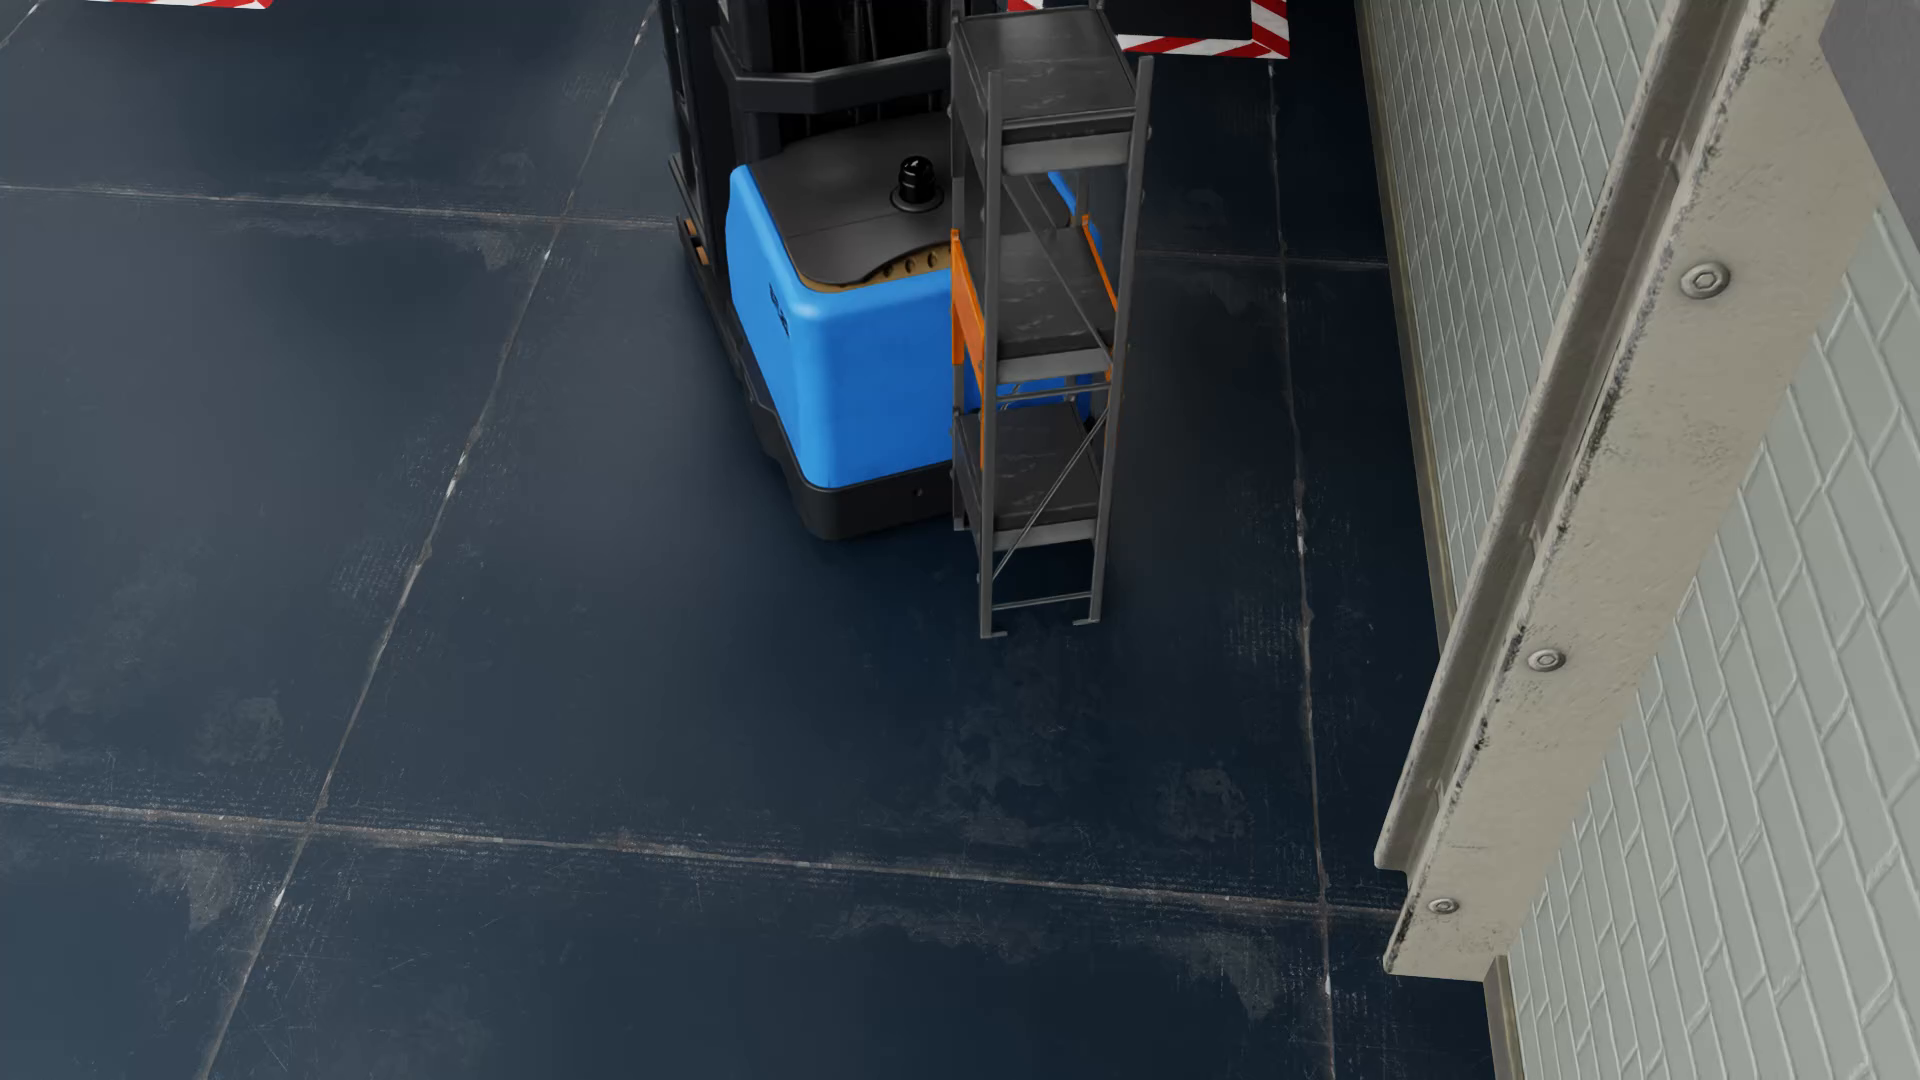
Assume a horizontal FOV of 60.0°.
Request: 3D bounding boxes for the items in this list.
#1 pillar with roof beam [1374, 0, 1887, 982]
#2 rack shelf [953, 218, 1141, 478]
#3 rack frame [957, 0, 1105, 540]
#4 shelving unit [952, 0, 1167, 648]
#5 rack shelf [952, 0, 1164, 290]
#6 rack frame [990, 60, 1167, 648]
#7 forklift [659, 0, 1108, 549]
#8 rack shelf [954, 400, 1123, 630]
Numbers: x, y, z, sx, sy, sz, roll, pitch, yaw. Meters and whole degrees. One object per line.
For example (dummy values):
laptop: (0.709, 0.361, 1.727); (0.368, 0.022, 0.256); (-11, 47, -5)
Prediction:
pillar with roof beam: (-2.930, -2.252, 1.712); (9.100, 9.000, 0.400); (4, 48, 4)
rack shelf: (0.241, -0.560, 4.858); (0.431, 0.518, 0.480); (-9, 48, -8)
rack frame: (0.188, -0.745, 5.008); (0.400, 2.100, 0.015); (-9, 48, -8)
shelving unit: (0.241, -0.569, 4.848); (0.431, 2.100, 0.503); (-9, 48, -8)
rack shelf: (0.241, -1.033, 4.341); (0.431, 0.518, 0.480); (-9, 48, -8)
rack frame: (0.295, -0.394, 4.687); (0.400, 2.100, 0.015); (-9, 48, -8)
forklift: (-0.494, -2.070, 5.657); (1.130, 2.935, 3.031); (-15, 49, -13)
rack shelf: (0.242, -0.088, 5.374); (0.431, 0.518, 0.480); (-9, 48, -8)
